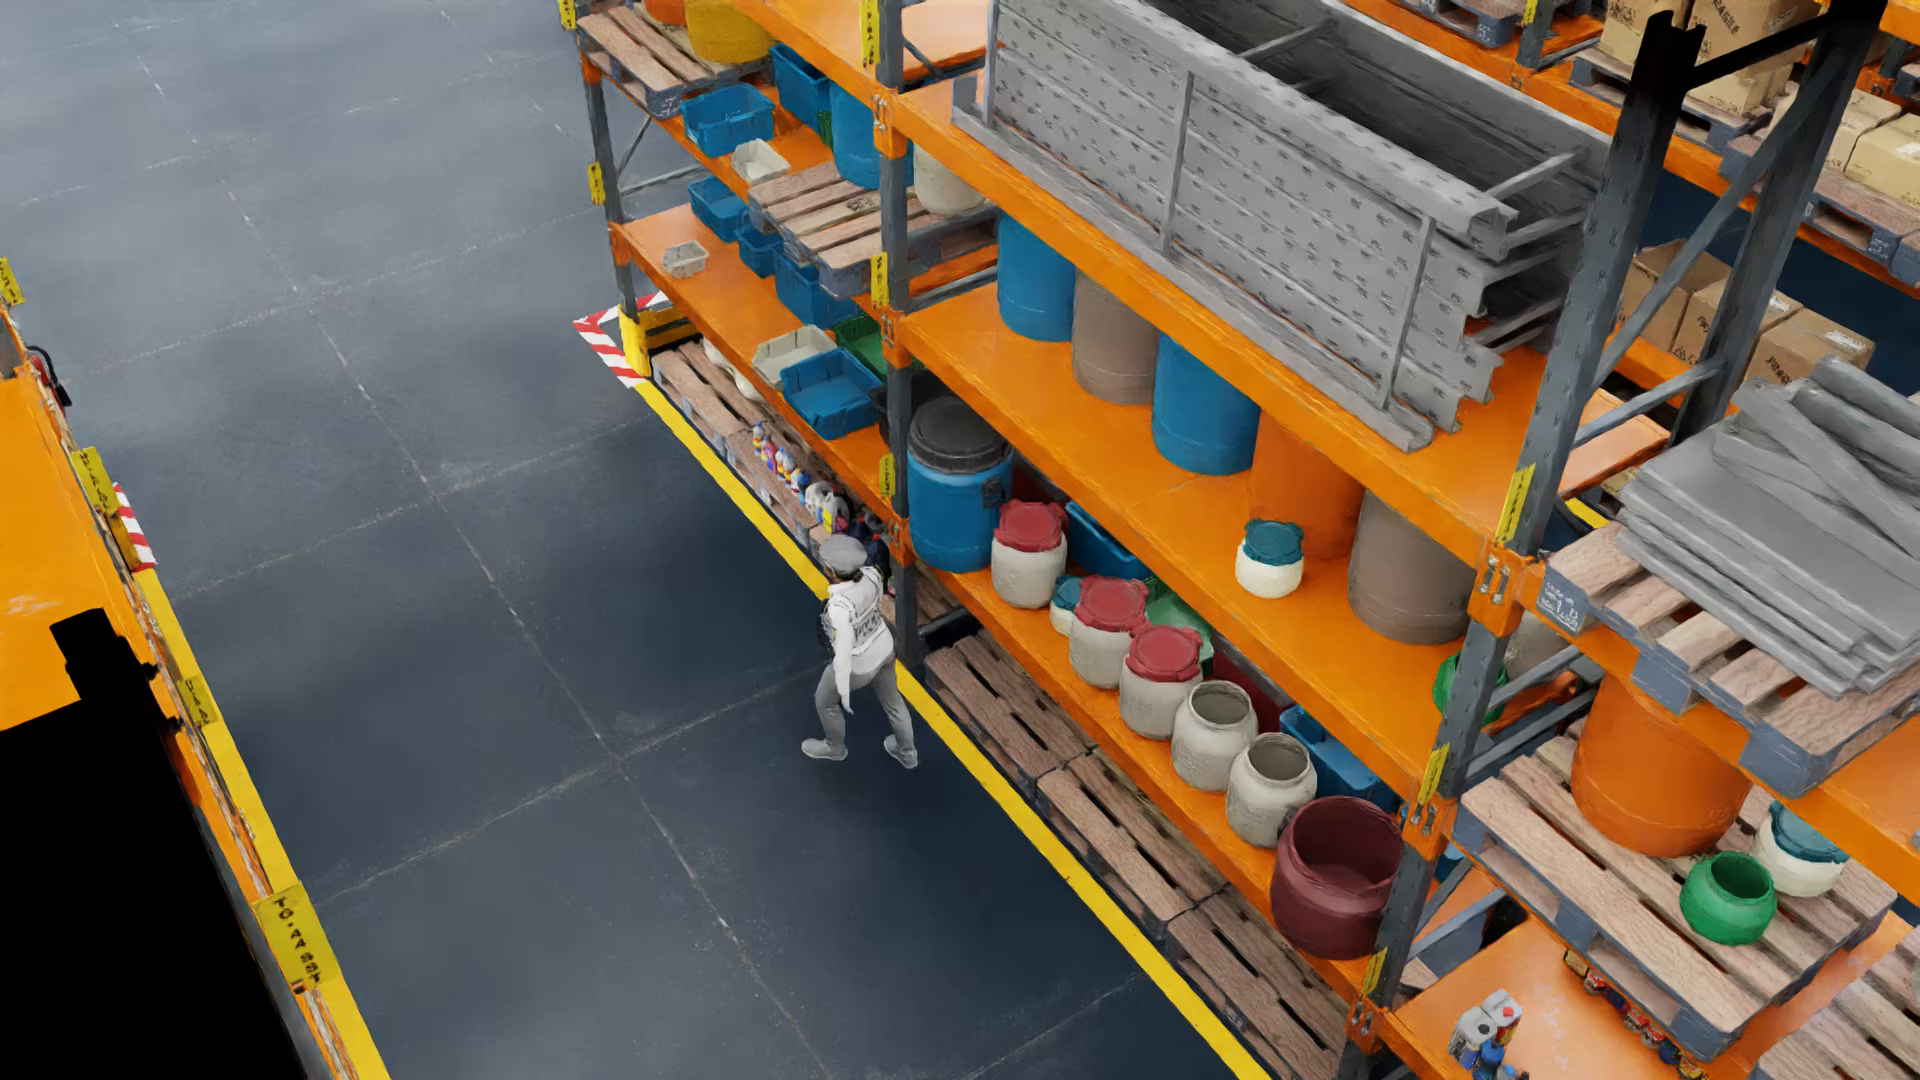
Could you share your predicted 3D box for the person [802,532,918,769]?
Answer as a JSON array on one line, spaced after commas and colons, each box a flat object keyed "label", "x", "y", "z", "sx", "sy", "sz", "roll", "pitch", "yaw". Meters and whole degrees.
[{"label": "person", "x": -0.571, "y": 0.666, "z": 9.410, "sx": 0.667, "sy": 1.645, "sz": 0.617, "roll": 25, "pitch": 48, "yaw": 25}]
